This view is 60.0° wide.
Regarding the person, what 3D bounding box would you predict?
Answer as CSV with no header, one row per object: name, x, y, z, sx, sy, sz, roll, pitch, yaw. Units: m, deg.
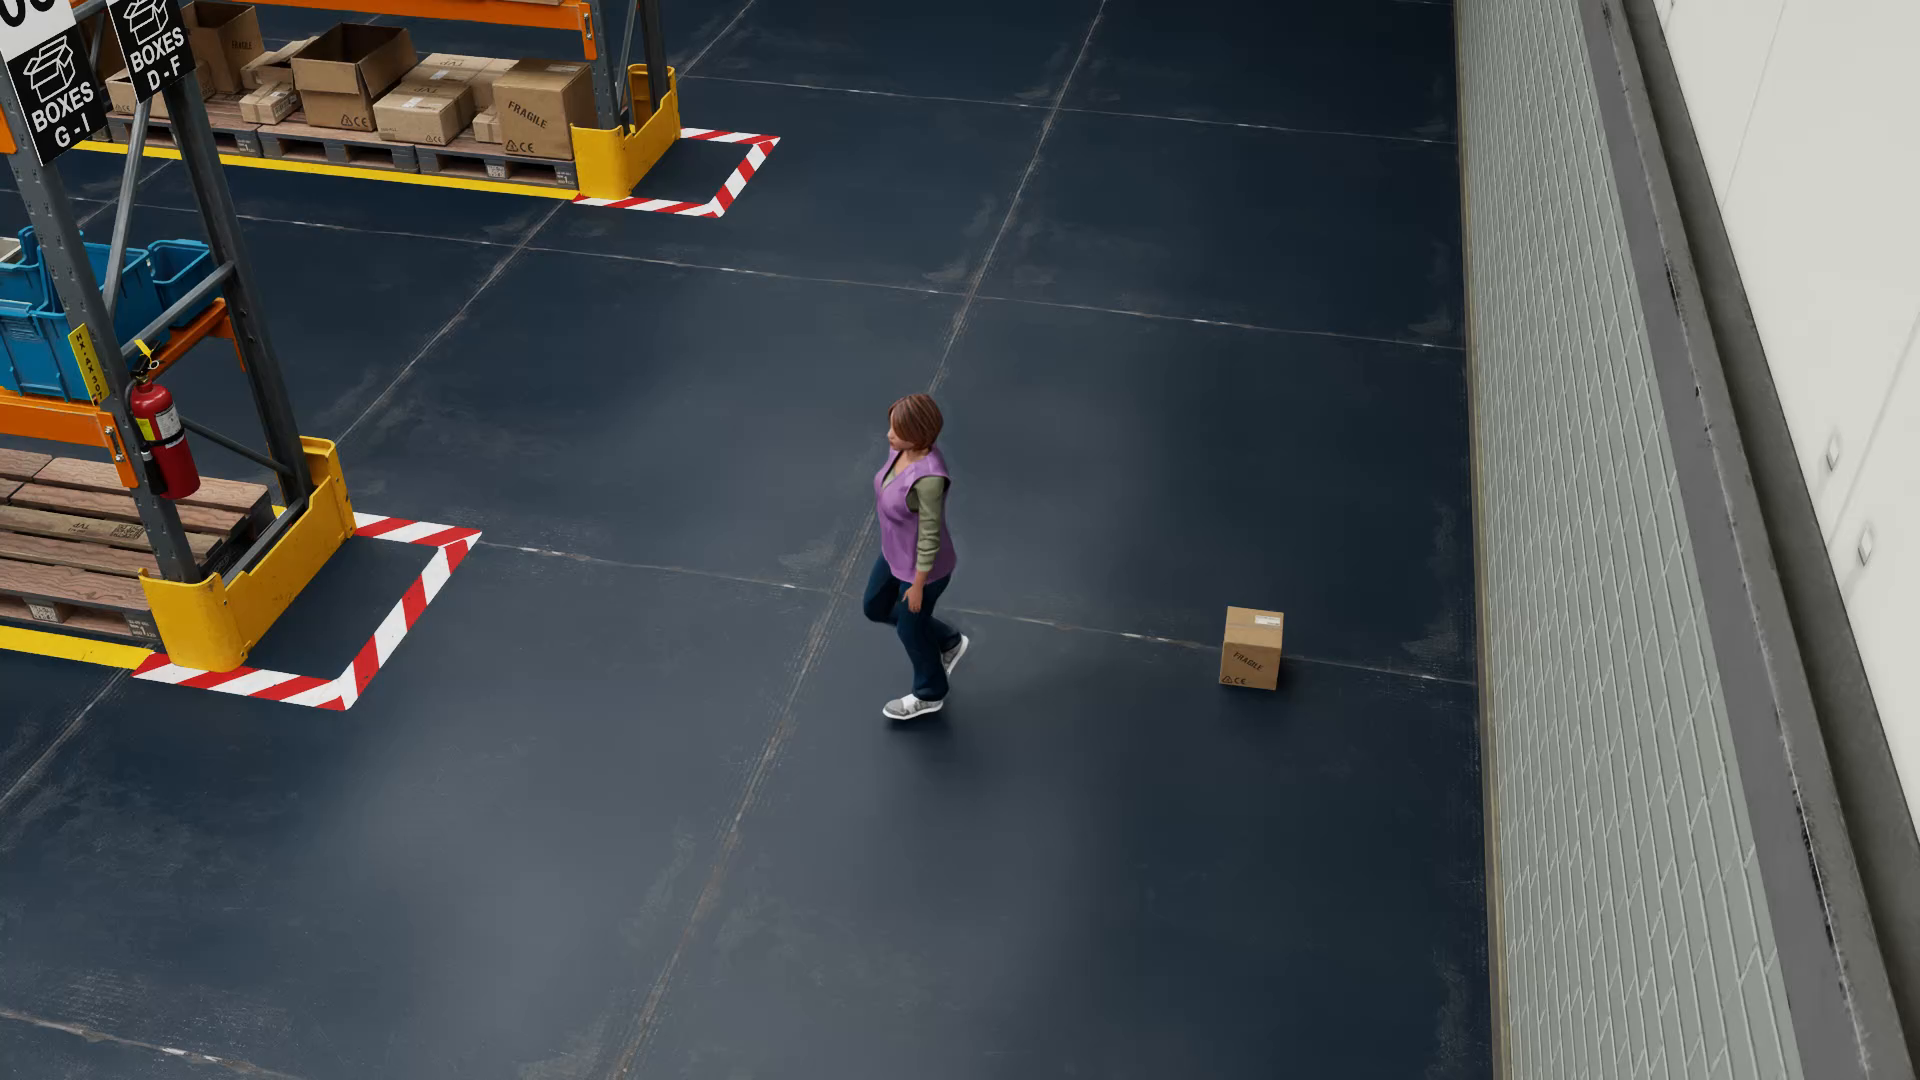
person,-0.160,0.080,6.818,0.454,1.591,0.444,-11,38,-14
